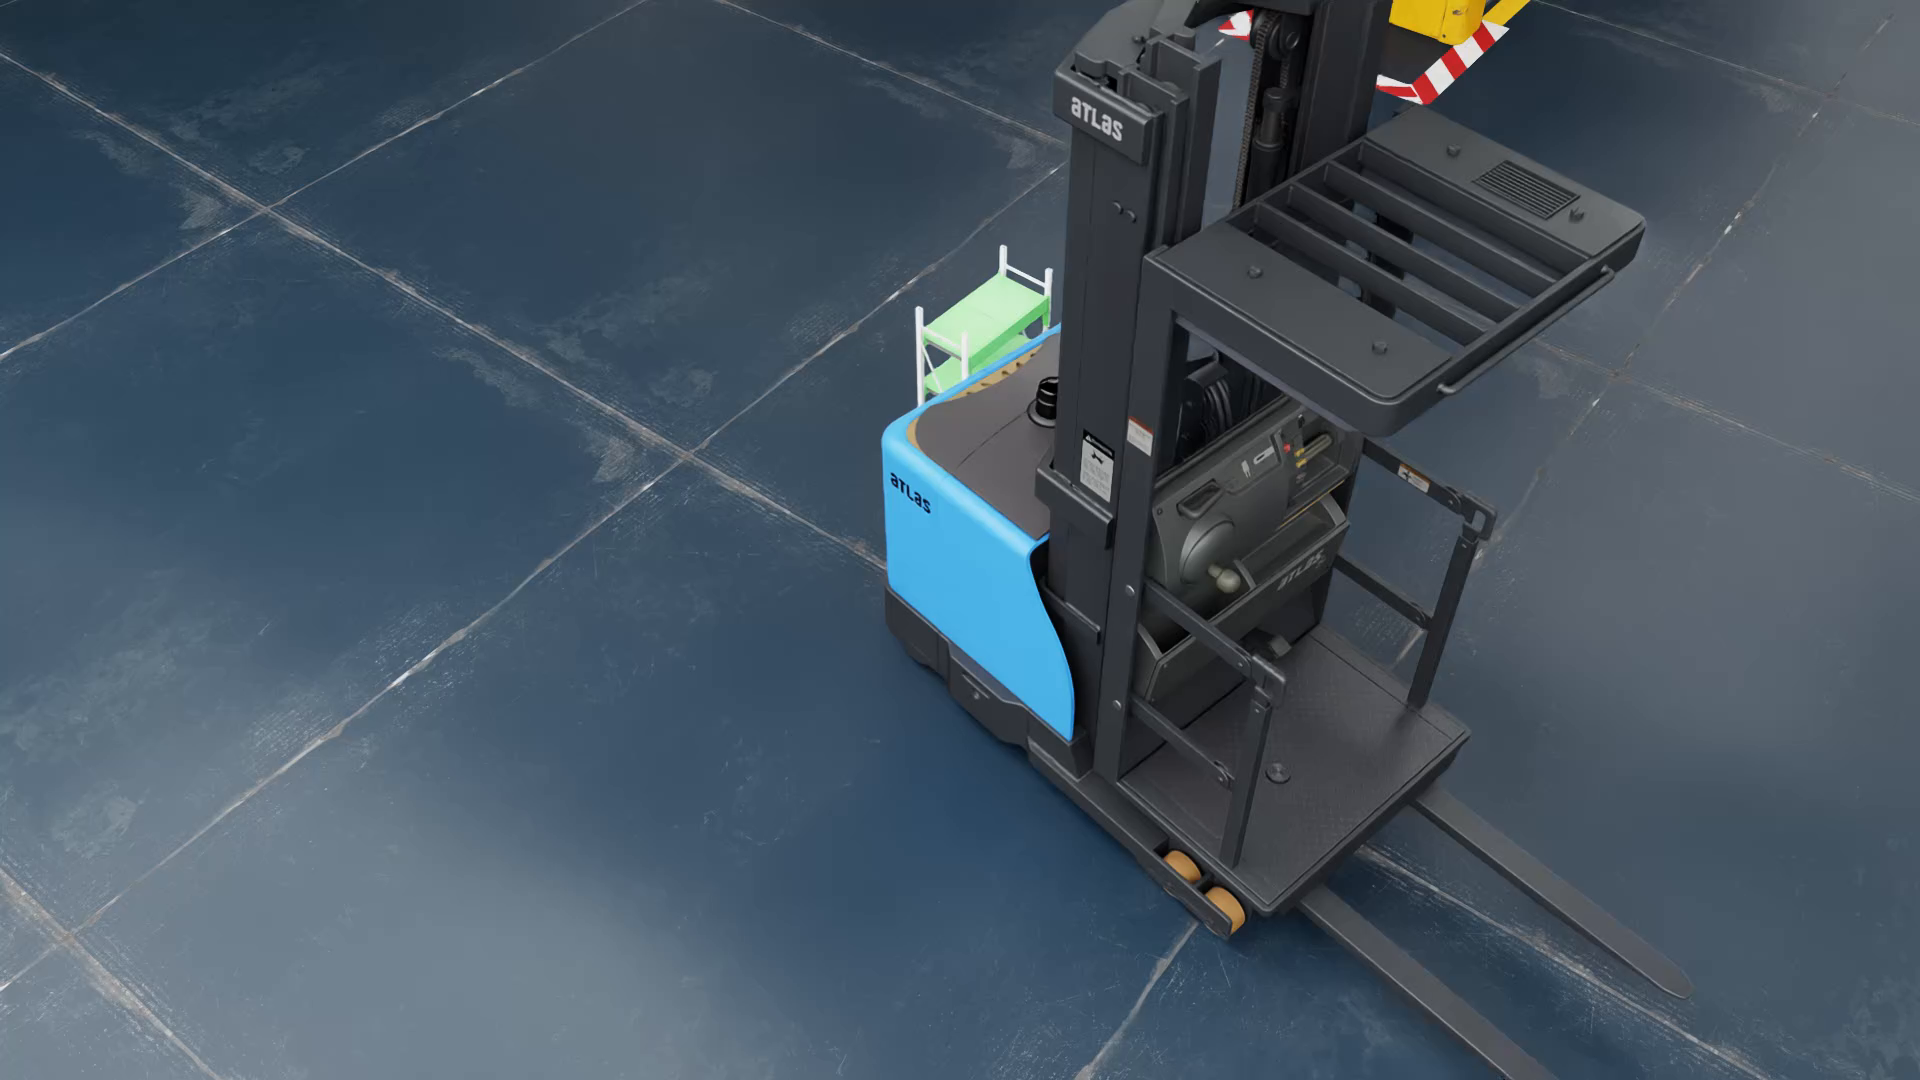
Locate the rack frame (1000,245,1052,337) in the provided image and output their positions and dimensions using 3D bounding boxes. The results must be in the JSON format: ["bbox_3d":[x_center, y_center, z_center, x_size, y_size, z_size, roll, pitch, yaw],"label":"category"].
[{"bbox_3d":[0.250,-0.649,6.705,0.240,1.200,0.015,31,54,26],"label":"rack frame"}]

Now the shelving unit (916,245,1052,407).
[{"bbox_3d":[0.093,-0.514,6.576,0.258,1.200,0.503,31,54,26],"label":"shelving unit"}]

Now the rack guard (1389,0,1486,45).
[{"bbox_3d":[2.528,-3.384,9.802,1.175,0.500,0.348,29,53,25],"label":"rack guard"}]

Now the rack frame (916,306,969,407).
[{"bbox_3d":[-0.064,-0.379,6.447,0.240,1.200,0.015,31,54,26],"label":"rack frame"}]

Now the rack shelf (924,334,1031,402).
[{"bbox_3d":[0.093,-0.636,6.449,0.258,0.148,0.480,31,54,26],"label":"rack shelf"}]

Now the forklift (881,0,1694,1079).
[{"bbox_3d":[1.065,-0.096,4.979,1.130,2.935,3.031,-33,55,-27],"label":"forklift"}]

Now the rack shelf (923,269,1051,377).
[{"bbox_3d":[0.093,-0.802,6.275,0.258,0.148,0.480,31,54,26],"label":"rack shelf"}]

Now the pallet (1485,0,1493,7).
[{"bbox_3d":[3.029,-3.747,10.348,1.003,0.211,1.213,29,53,25],"label":"pallet"}]
